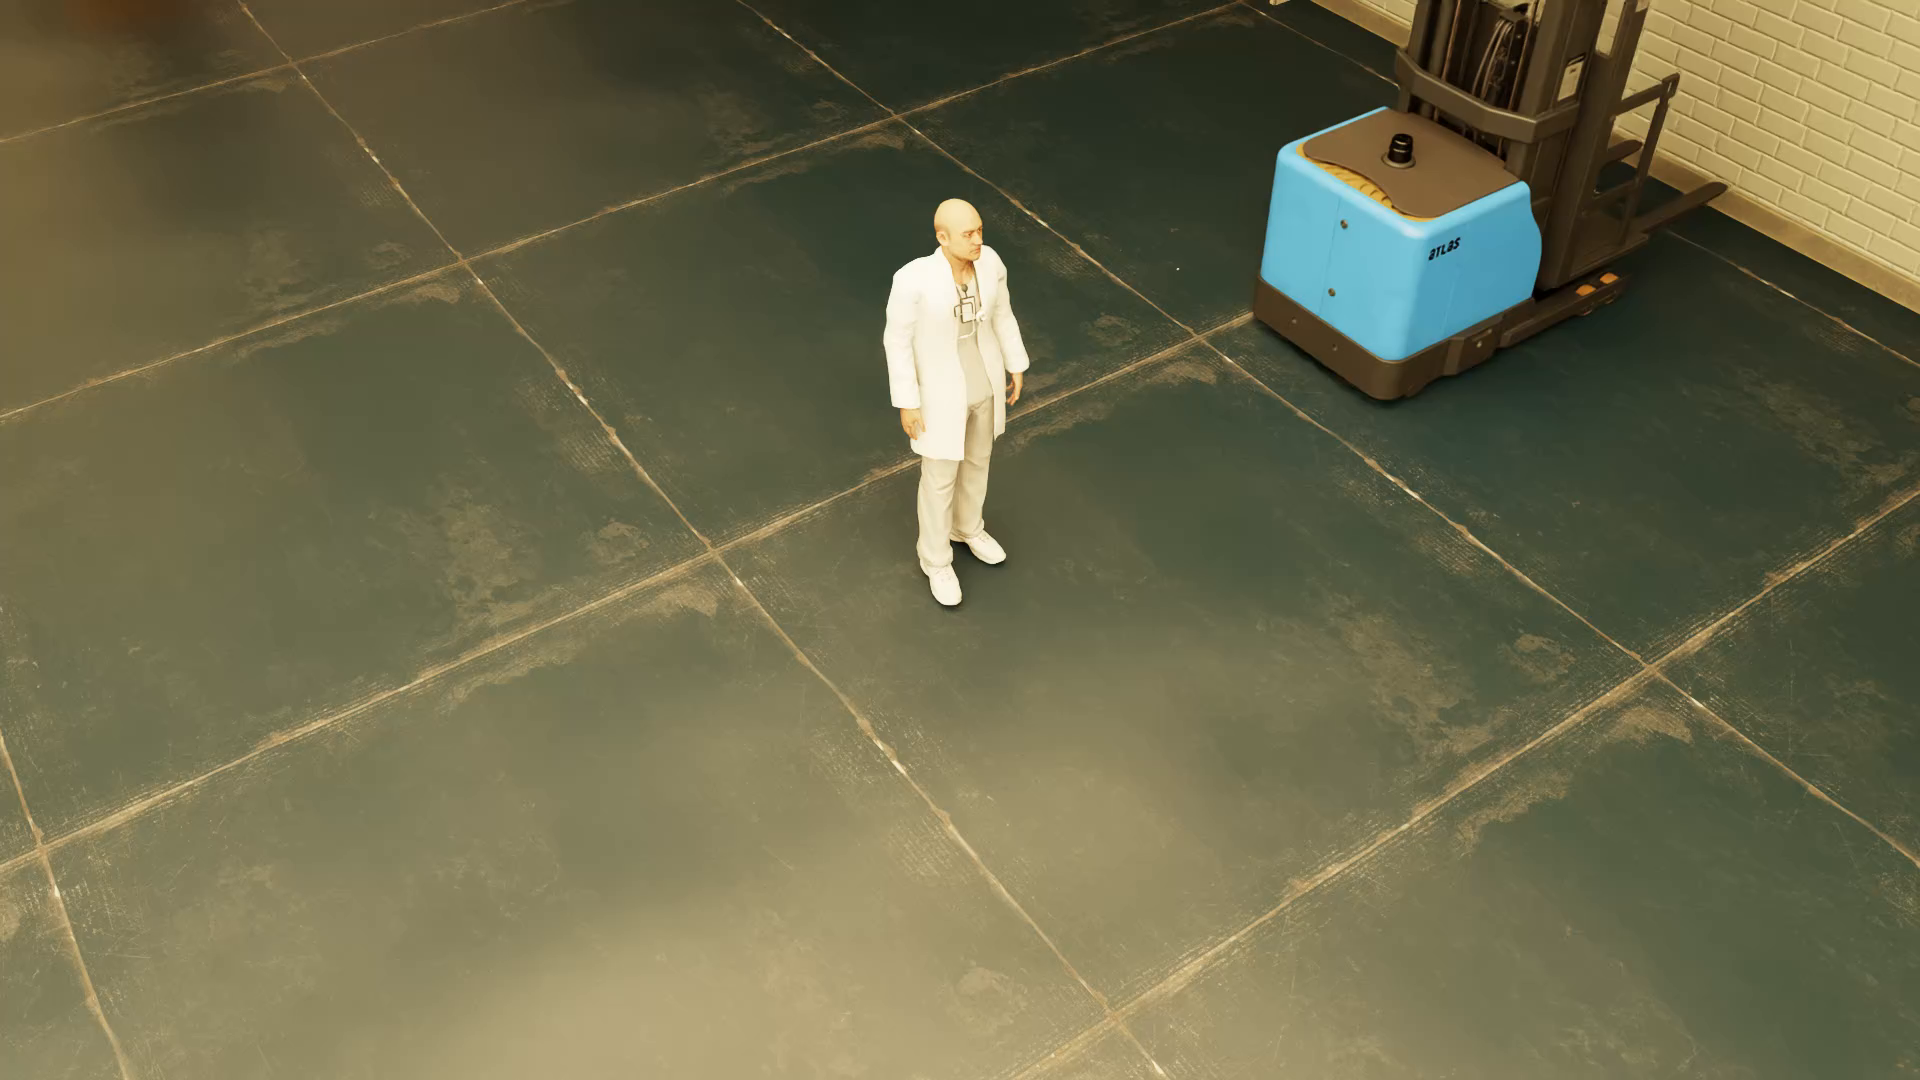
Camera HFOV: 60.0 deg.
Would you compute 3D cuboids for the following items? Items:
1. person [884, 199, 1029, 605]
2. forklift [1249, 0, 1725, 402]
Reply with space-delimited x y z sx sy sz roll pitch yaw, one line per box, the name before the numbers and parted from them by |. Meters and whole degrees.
person | 0.049 -0.606 7.214 0.696 1.777 0.578 -25 48 -25
forklift | 3.084 -2.586 8.522 3.031 2.935 1.130 -25 48 -25
